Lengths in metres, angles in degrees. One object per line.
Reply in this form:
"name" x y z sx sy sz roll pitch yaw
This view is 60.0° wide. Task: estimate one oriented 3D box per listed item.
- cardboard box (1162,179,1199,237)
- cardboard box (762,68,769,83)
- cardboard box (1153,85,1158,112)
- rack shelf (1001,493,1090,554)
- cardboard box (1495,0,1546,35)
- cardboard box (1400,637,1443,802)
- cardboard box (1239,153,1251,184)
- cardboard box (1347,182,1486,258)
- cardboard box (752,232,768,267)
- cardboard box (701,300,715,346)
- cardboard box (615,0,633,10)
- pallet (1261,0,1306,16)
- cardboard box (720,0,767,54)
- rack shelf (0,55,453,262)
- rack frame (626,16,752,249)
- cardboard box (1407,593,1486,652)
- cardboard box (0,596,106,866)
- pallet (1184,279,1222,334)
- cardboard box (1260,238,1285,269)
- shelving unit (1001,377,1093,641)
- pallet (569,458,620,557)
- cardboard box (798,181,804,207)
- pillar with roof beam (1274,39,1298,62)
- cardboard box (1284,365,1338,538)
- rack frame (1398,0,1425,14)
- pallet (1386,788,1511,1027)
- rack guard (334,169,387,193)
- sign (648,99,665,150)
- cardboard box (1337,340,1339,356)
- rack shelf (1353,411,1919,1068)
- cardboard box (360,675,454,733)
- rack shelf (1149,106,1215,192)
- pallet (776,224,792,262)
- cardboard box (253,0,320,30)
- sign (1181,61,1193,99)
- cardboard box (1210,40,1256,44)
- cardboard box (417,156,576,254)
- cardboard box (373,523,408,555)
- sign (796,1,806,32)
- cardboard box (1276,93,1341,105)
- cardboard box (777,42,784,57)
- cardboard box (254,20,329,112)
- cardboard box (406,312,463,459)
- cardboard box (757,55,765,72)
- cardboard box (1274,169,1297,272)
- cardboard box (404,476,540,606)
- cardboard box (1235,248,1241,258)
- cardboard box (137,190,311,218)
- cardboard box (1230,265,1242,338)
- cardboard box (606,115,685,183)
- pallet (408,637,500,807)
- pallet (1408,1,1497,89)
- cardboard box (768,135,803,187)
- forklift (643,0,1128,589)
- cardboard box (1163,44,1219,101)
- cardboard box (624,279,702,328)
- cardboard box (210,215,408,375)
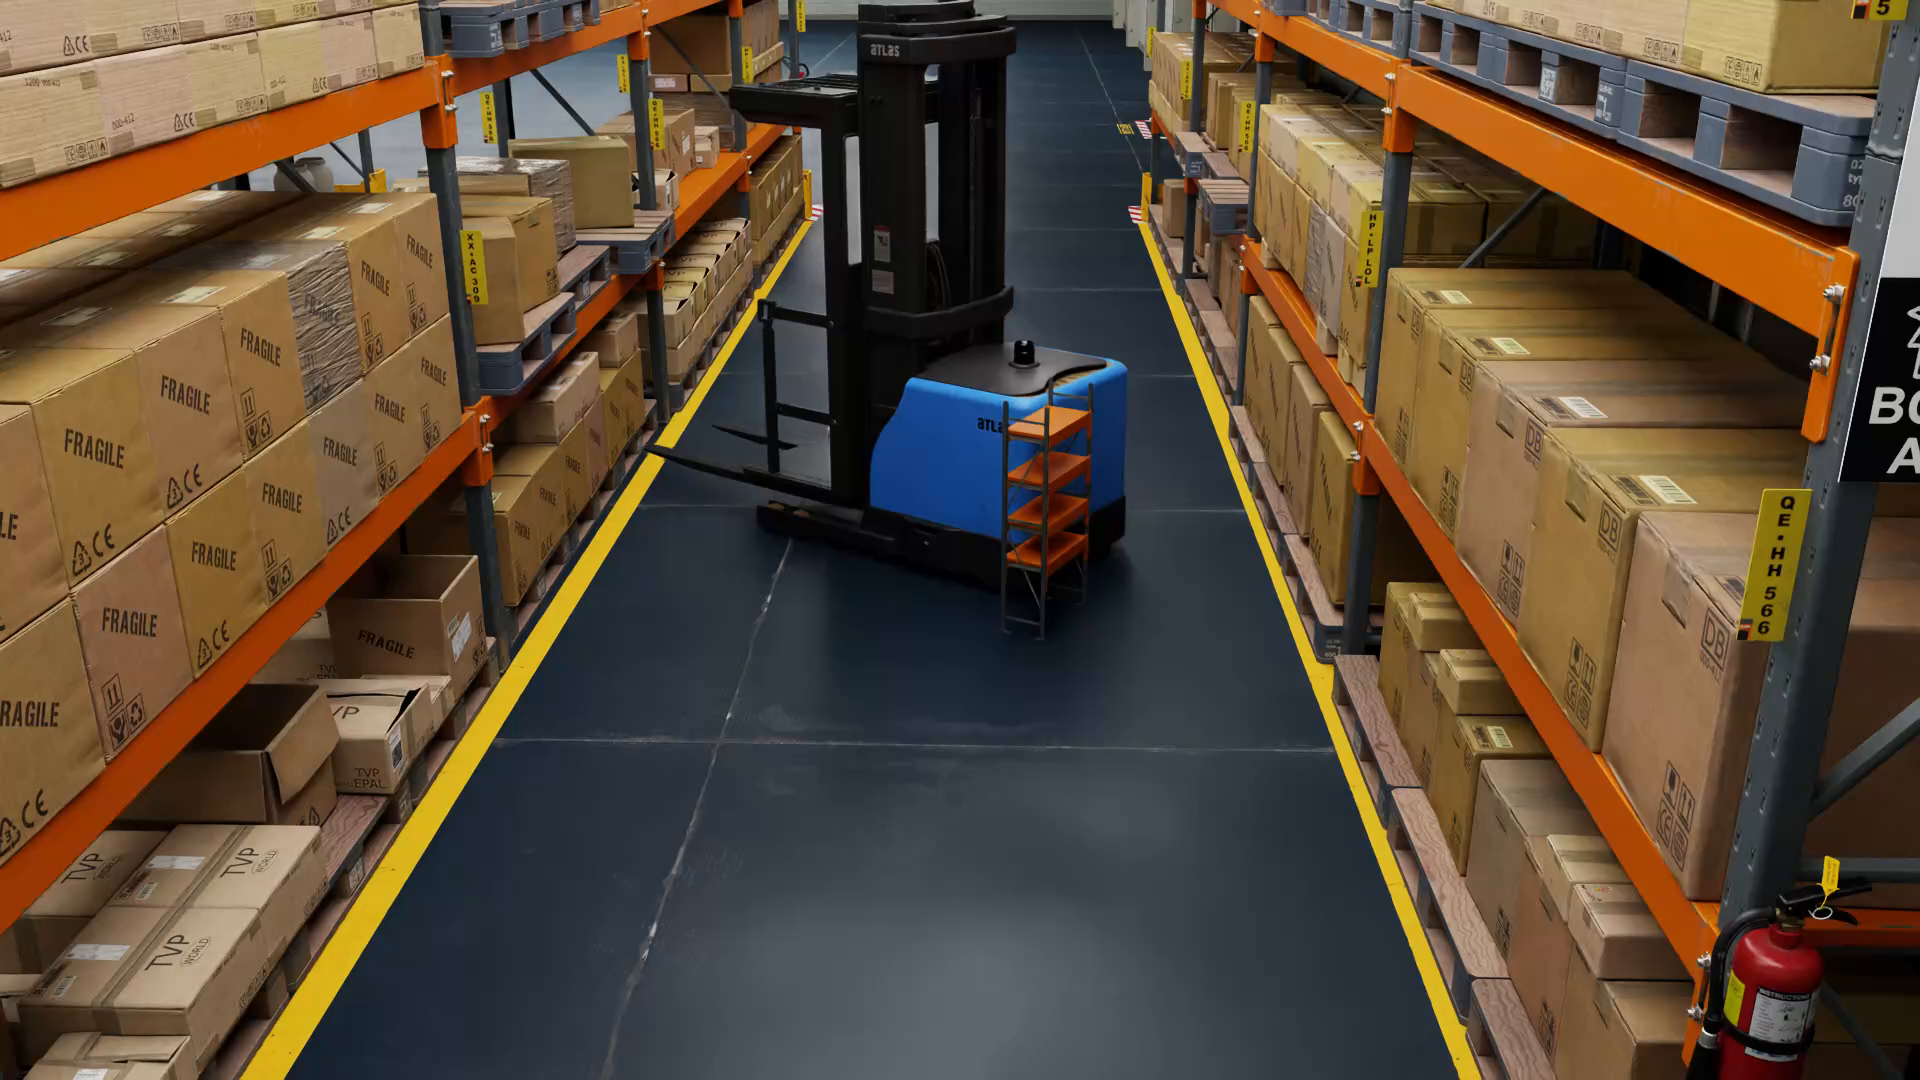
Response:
"cardboard box" 2.455 -3.391 16.969 0.700 0.500 0.500 -1 21 -2
"cardboard box" -2.355 -4.633 17.184 0.700 0.500 0.500 1 21 2
"cardboard box" 2.322 -4.650 17.545 0.500 0.250 0.500 0 21 0
"rack shelf" 0.432 -0.095 8.301 0.258 0.148 0.480 11 24 27
"cardboard box" 1.968 -1.687 5.071 0.500 0.250 0.500 0 21 0
"cardboard box" 2.147 0.688 6.484 0.700 0.500 0.500 0 21 1
"cardboard box" 2.406 -2.803 11.859 0.700 0.500 0.500 -1 21 -3
"cardboard box" 2.049 -1.448 7.501 0.500 0.250 0.500 1 21 3
"cardboard box" -2.101 -2.756 15.706 0.500 0.250 0.500 1 21 2
"cardboard box" -2.206 -1.702 12.988 0.500 0.250 0.500 0 21 0
"cardboard box" -2.519 -3.519 10.166 0.910 0.500 0.500 1 21 2
"pallet" 2.445 -3.256 9.887 1.213 0.211 1.003 2 21 4
"cardboard box" -2.350 -5.215 16.892 0.700 0.500 0.500 1 21 2
"rack shelf" -2.722 -1.125 5.130 1.077 0.370 4.000 1 21 2
"rack frame" -2.418 -3.678 14.861 1.000 3.000 0.127 1 21 2
"cardboard box" 1.972 0.326 6.520 0.380 0.149 0.250 1 21 3
"cardboard box" -2.506 0.457 4.067 0.500 0.500 0.500 1 21 3
"pallet" 2.511 -2.043 14.503 1.003 0.211 1.213 1 21 2
"cardboard box" 2.061 -1.768 10.259 0.380 0.149 0.250 1 21 3
"shelving unit" 0.432 -0.158 8.276 0.258 1.200 0.503 11 24 27
"pallet" -2.640 -0.222 9.810 1.003 0.211 1.213 1 21 2
"cardboard box" -2.017 -3.841 18.502 0.500 0.250 0.500 1 21 2
"pillar with roof beam" -0.804 -7.653 16.812 9.100 9.000 0.400 1 21 2
"cardboard box" 2.204 -0.484 9.020 0.750 0.750 0.750 1 21 3
"rack frame" 2.290 -3.529 6.184 1.000 3.000 0.127 1 21 2
"pallet" 2.155 1.284 5.928 1.003 0.211 1.213 1 21 2
"rack guard" -7.202 -3.987 19.113 1.175 0.500 0.348 1 21 2
"sign" -1.997 -2.732 10.932 0.100 0.325 0.005 1 21 2
"cardboard box" 2.055 -0.934 8.110 0.380 0.149 0.250 1 21 3
"rack shelf" 2.229 0.326 5.536 1.077 0.370 4.000 1 21 2
"cardboard box" -2.346 0.684 6.952 0.380 0.149 0.250 1 21 2
"rack shelf" 2.594 -4.013 16.718 1.077 0.370 4.000 1 21 2
"pallet" -2.317 -3.107 17.245 1.003 0.211 1.213 1 21 2
"cardboard box" -2.441 -1.807 5.408 0.500 0.250 0.500 1 21 2
"sign" 1.991 -4.032 14.576 0.100 0.325 0.005 1 21 2
"cardboard box" 2.817 -4.818 16.944 0.500 0.500 0.500 0 21 0
"cardboard box" -2.665 -1.917 9.603 0.700 0.500 0.500 5 22 12
"cardboard box" -2.933 -0.007 8.247 0.500 0.500 0.500 1 21 1
"sign" -1.754 -5.763 18.308 0.100 0.325 0.005 1 21 2
"cardboard box" 2.388 -2.974 11.404 0.380 0.149 0.250 -3 21 -7
"cardboard box" -2.117 -5.333 18.092 0.380 0.149 0.250 0 21 1
"cardboard box" -2.443 -1.574 5.499 0.500 0.250 0.500 1 21 2
"cardboard box" -2.420 -0.648 6.915 0.500 0.500 0.500 1 21 3
"cardboard box" -2.162 -4.772 16.646 0.380 0.149 0.250 0 21 1
"cardboard box" 2.100 -1.832 9.526 0.500 0.500 0.500 1 21 1
"cardboard box" -2.403 0.003 8.223 0.500 0.500 0.500 0 21 -1
"cardboard box" 2.506 -2.400 13.379 0.500 0.250 0.500 0 21 0
"cardboard box" -2.957 -1.131 6.776 0.500 0.500 0.500 1 21 3
"cardboard box" 2.500 -1.844 12.982 0.700 0.500 0.500 1 21 1
"cardboard box" -2.489 -3.075 13.170 0.500 0.500 0.500 1 21 2
"pallet" -2.683 0.763 7.271 1.003 0.211 1.213 1 21 2
"pallet" 2.255 -1.794 5.981 1.003 0.211 1.213 1 21 2
"cardboard box" -2.015 -4.191 18.366 0.500 0.500 0.500 1 21 2
"forklift" -0.562 -1.511 9.372 3.031 2.935 1.130 15 26 33
"cardboard box" 2.290 -4.639 16.480 0.500 0.500 0.500 1 21 3
"cardboard box" -2.222 -1.783 12.423 0.500 0.311 0.500 0 21 0
"cardboard box" -2.431 -0.927 6.251 0.500 0.500 0.500 0 21 1
